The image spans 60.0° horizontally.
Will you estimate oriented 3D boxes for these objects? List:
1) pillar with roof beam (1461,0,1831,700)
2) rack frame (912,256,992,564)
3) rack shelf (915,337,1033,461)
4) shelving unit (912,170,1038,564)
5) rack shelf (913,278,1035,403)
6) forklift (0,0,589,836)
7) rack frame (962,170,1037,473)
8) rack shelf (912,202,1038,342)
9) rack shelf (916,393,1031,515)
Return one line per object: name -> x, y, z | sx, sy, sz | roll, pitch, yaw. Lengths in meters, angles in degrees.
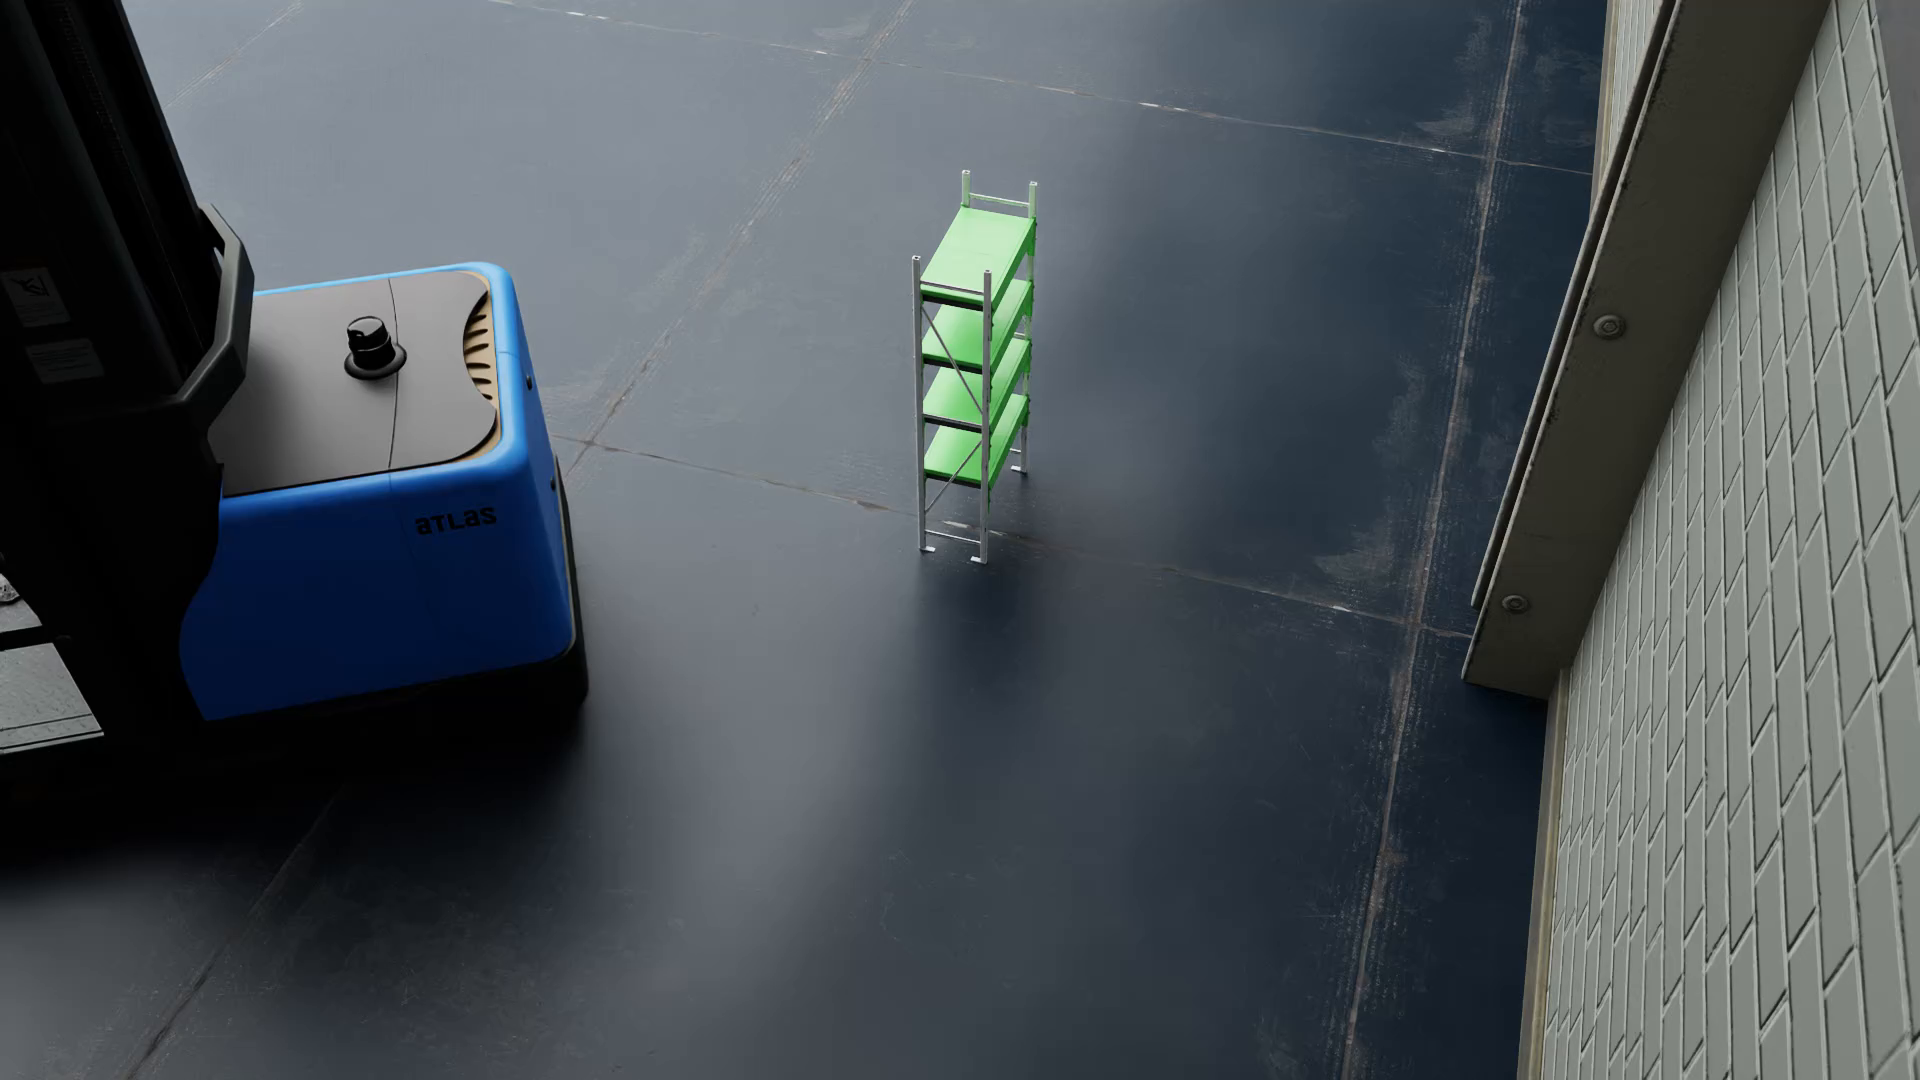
pillar with roof beam -> -2.300, -3.781, 3.180 | 9.100, 9.000, 0.400 | 13, 46, 13
rack frame -> -0.024, -0.377, 5.277 | 0.240, 1.200, 0.015 | 13, 46, 13
rack shelf -> 0.050, -0.494, 5.488 | 0.258, 0.148, 0.480 | 13, 46, 13
shelving unit -> 0.050, -0.539, 5.443 | 0.258, 1.200, 0.503 | 13, 46, 13
rack shelf -> 0.050, -0.665, 5.320 | 0.258, 0.148, 0.480 | 13, 46, 13
forklift -> -2.729, -0.573, 4.240 | 3.031, 2.935, 1.130 | -10, 45, -10
rack frame -> 0.124, -0.702, 5.609 | 0.240, 1.200, 0.015 | 13, 46, 13
rack shelf -> 0.050, -0.837, 5.152 | 0.258, 0.148, 0.480 | 13, 46, 13
rack shelf -> 0.050, -0.322, 5.656 | 0.258, 0.148, 0.480 | 13, 46, 13
